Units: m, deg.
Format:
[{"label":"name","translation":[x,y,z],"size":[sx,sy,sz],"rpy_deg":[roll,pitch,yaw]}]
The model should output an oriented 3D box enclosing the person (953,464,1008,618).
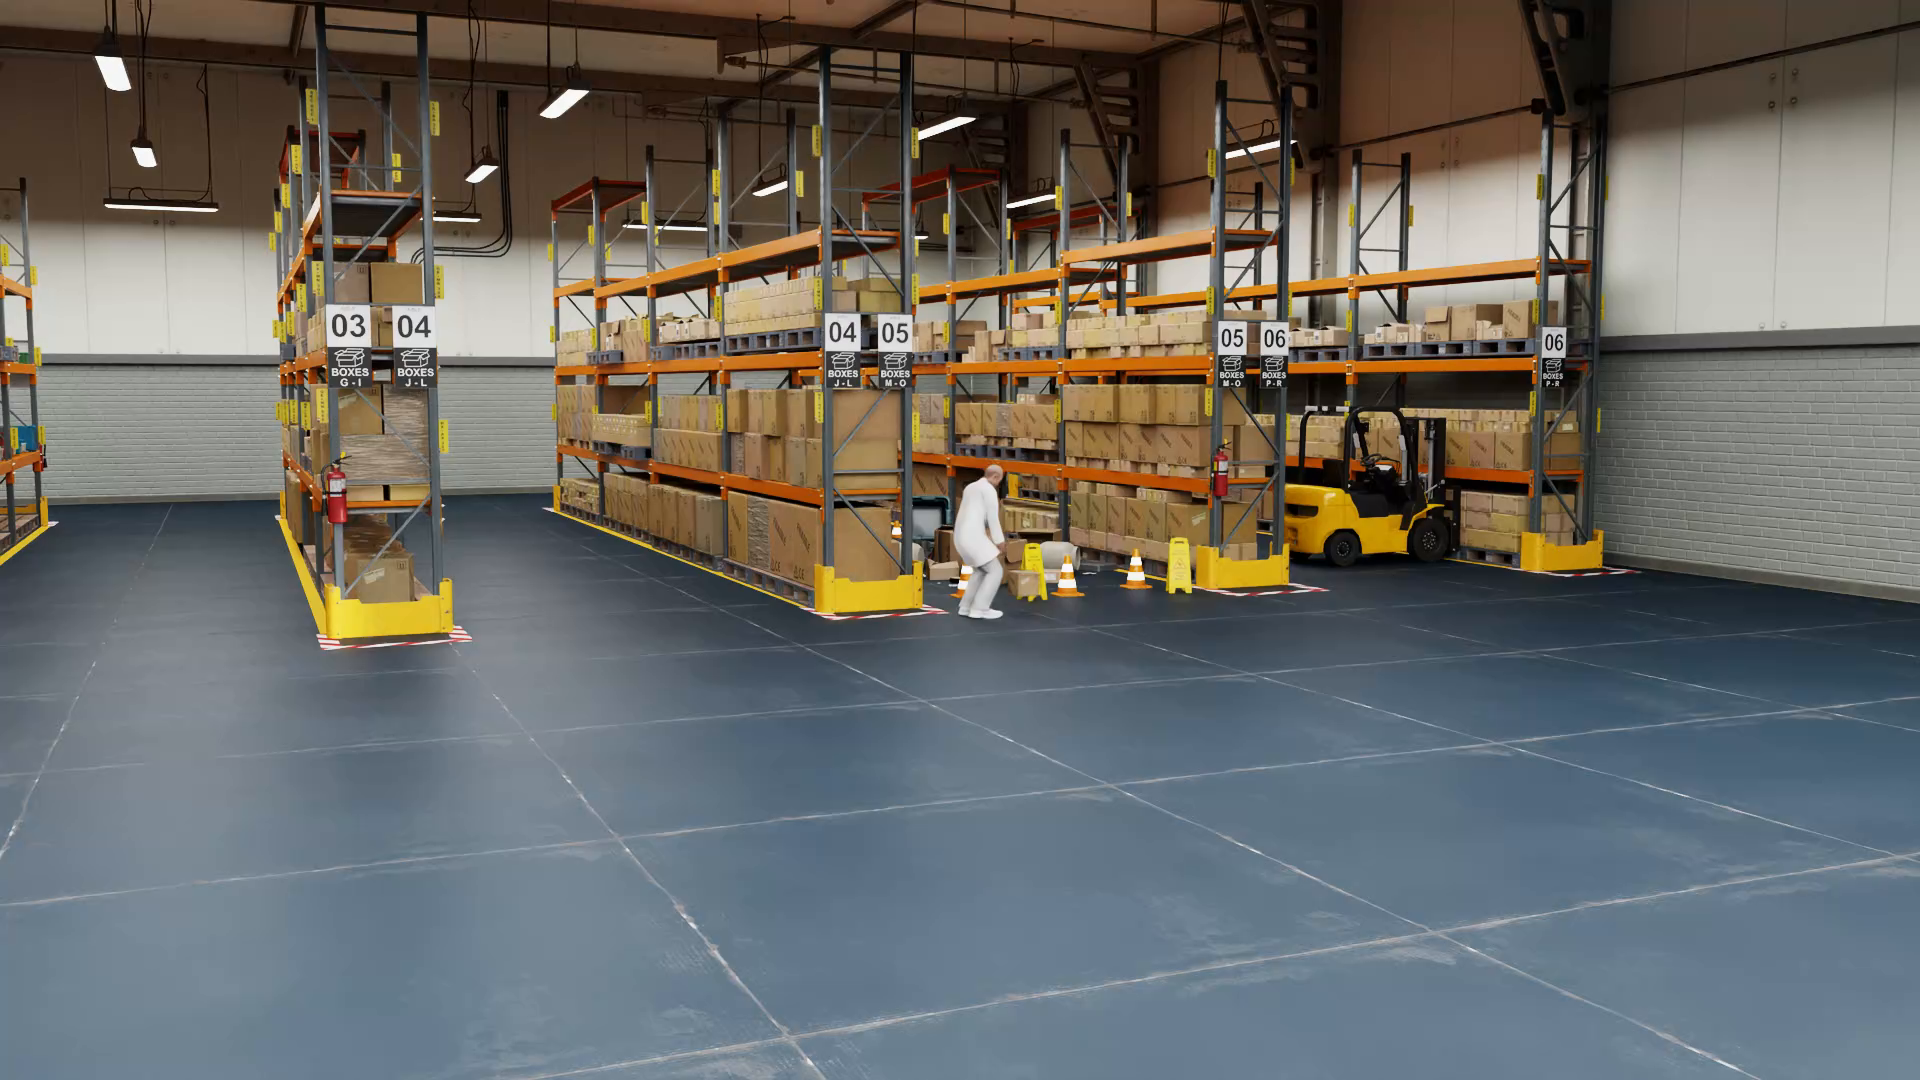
[{"label":"person","translation":[0.207,0.006,17.584],"size":[0.555,1.612,0.618],"rpy_deg":[-2,6,-23]}]
